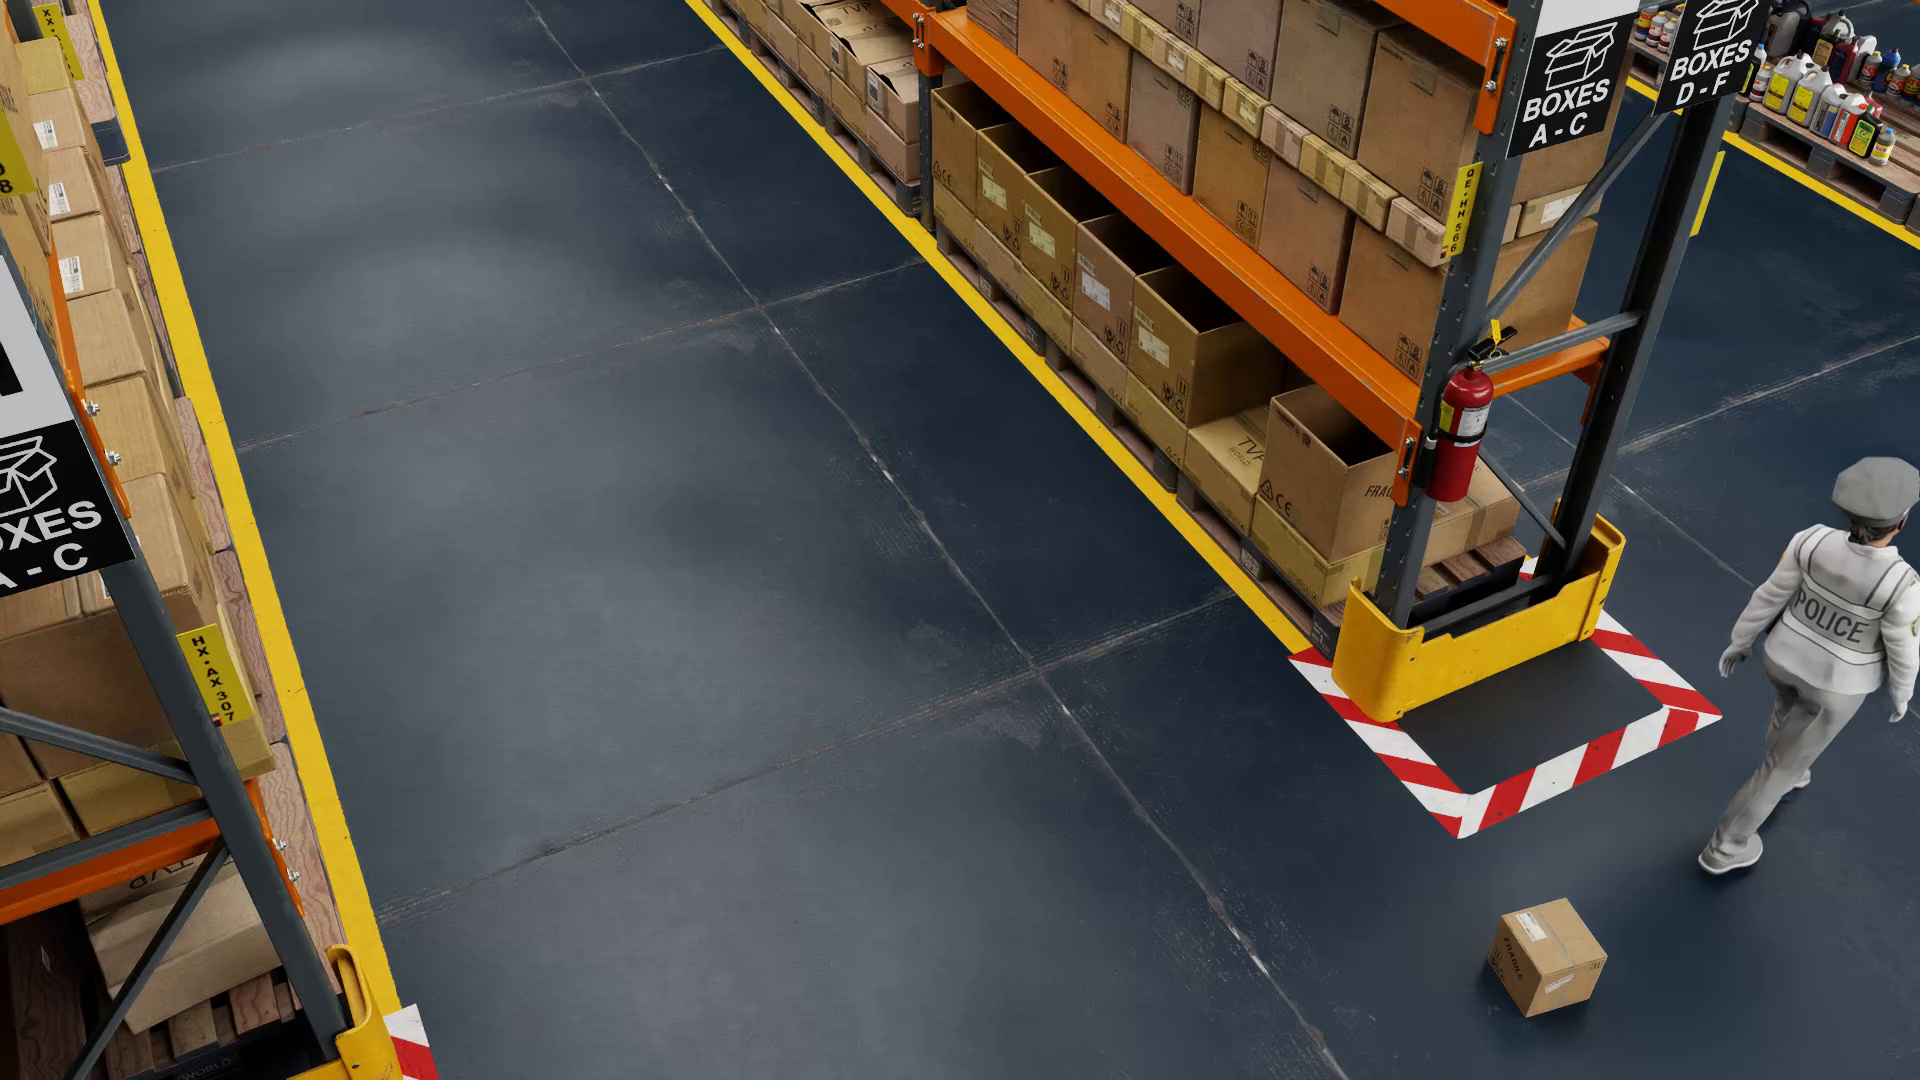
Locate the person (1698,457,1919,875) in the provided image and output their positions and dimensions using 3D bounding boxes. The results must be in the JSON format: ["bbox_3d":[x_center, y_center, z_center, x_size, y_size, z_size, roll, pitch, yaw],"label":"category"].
[{"bbox_3d":[2.959,0.427,5.679,0.787,1.704,0.542,-24,47,-24],"label":"person"}]
